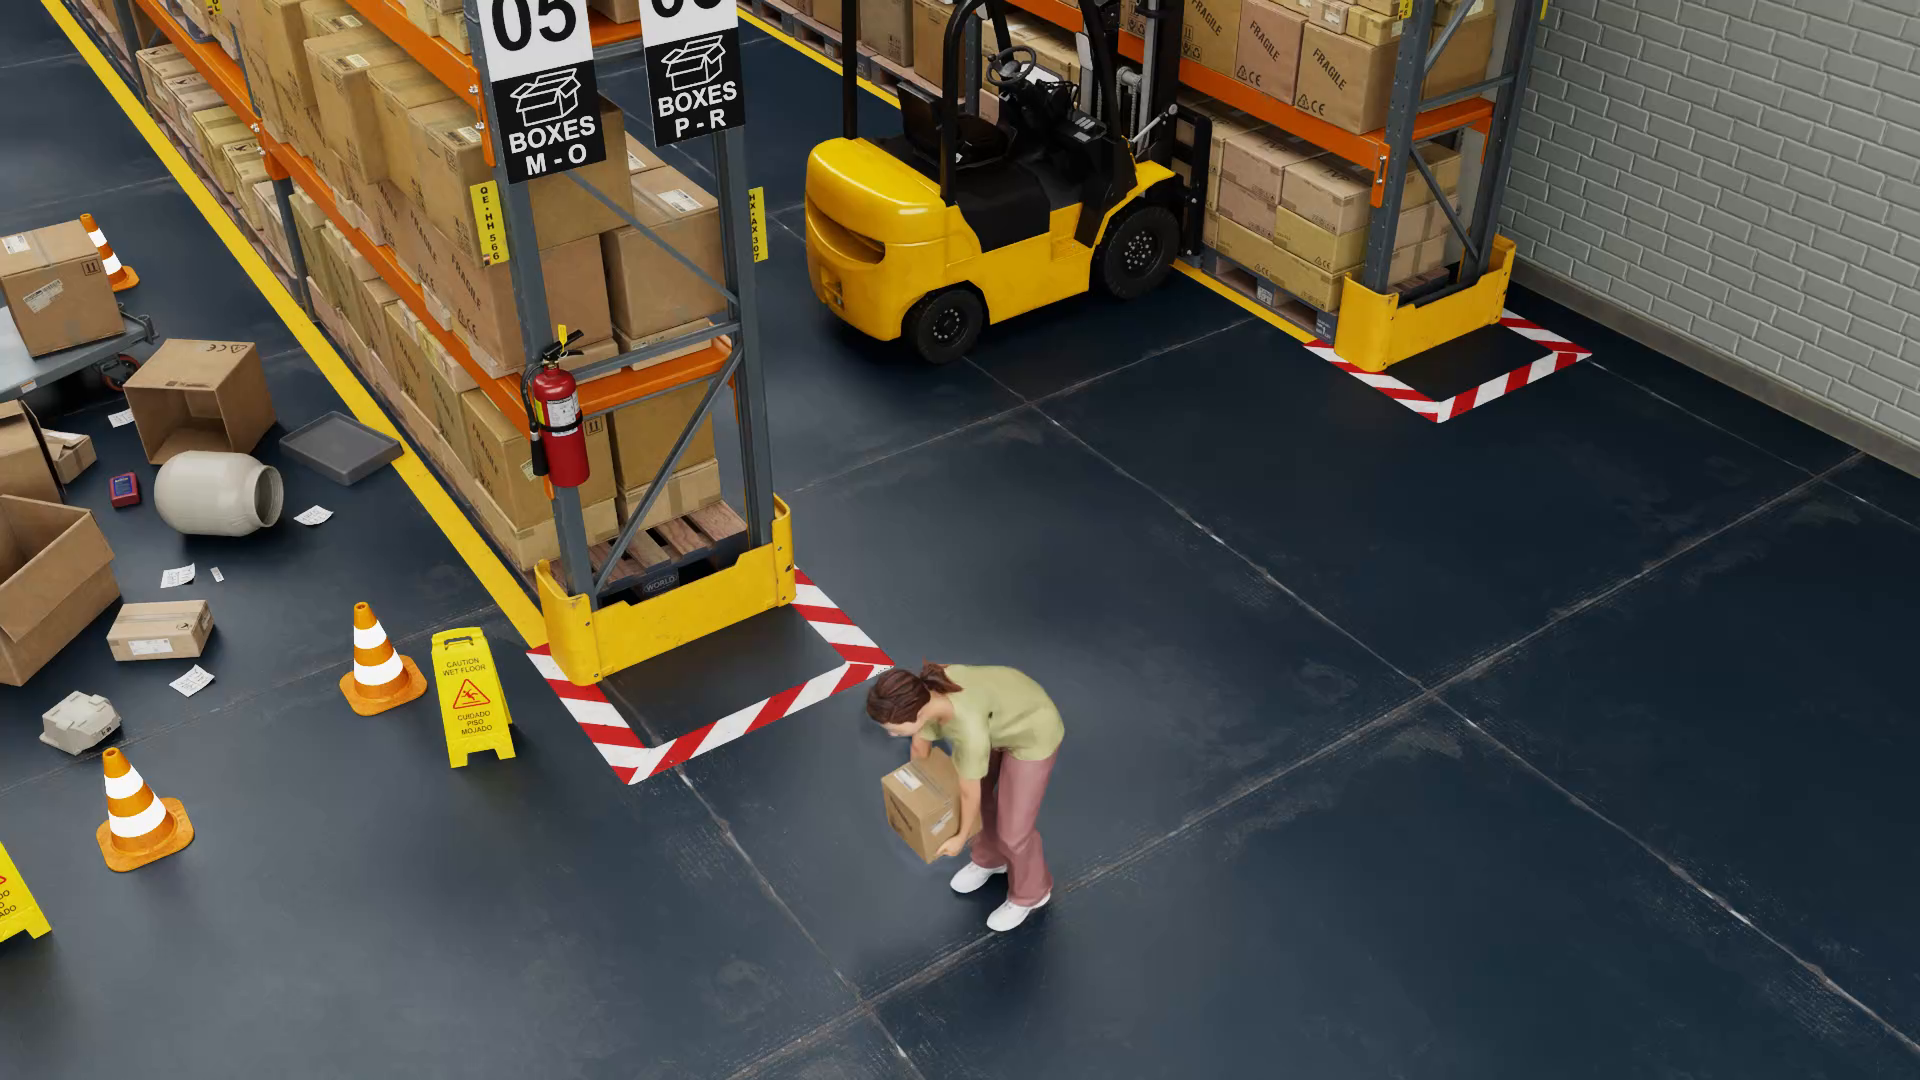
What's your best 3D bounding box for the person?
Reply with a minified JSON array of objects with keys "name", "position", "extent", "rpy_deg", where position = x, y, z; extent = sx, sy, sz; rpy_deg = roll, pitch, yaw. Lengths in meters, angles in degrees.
[{"name":"person","position":[0.012,0.902,6.036],"extent":[0.777,1.379,0.407],"rpy_deg":[-24,43,-28]}]
